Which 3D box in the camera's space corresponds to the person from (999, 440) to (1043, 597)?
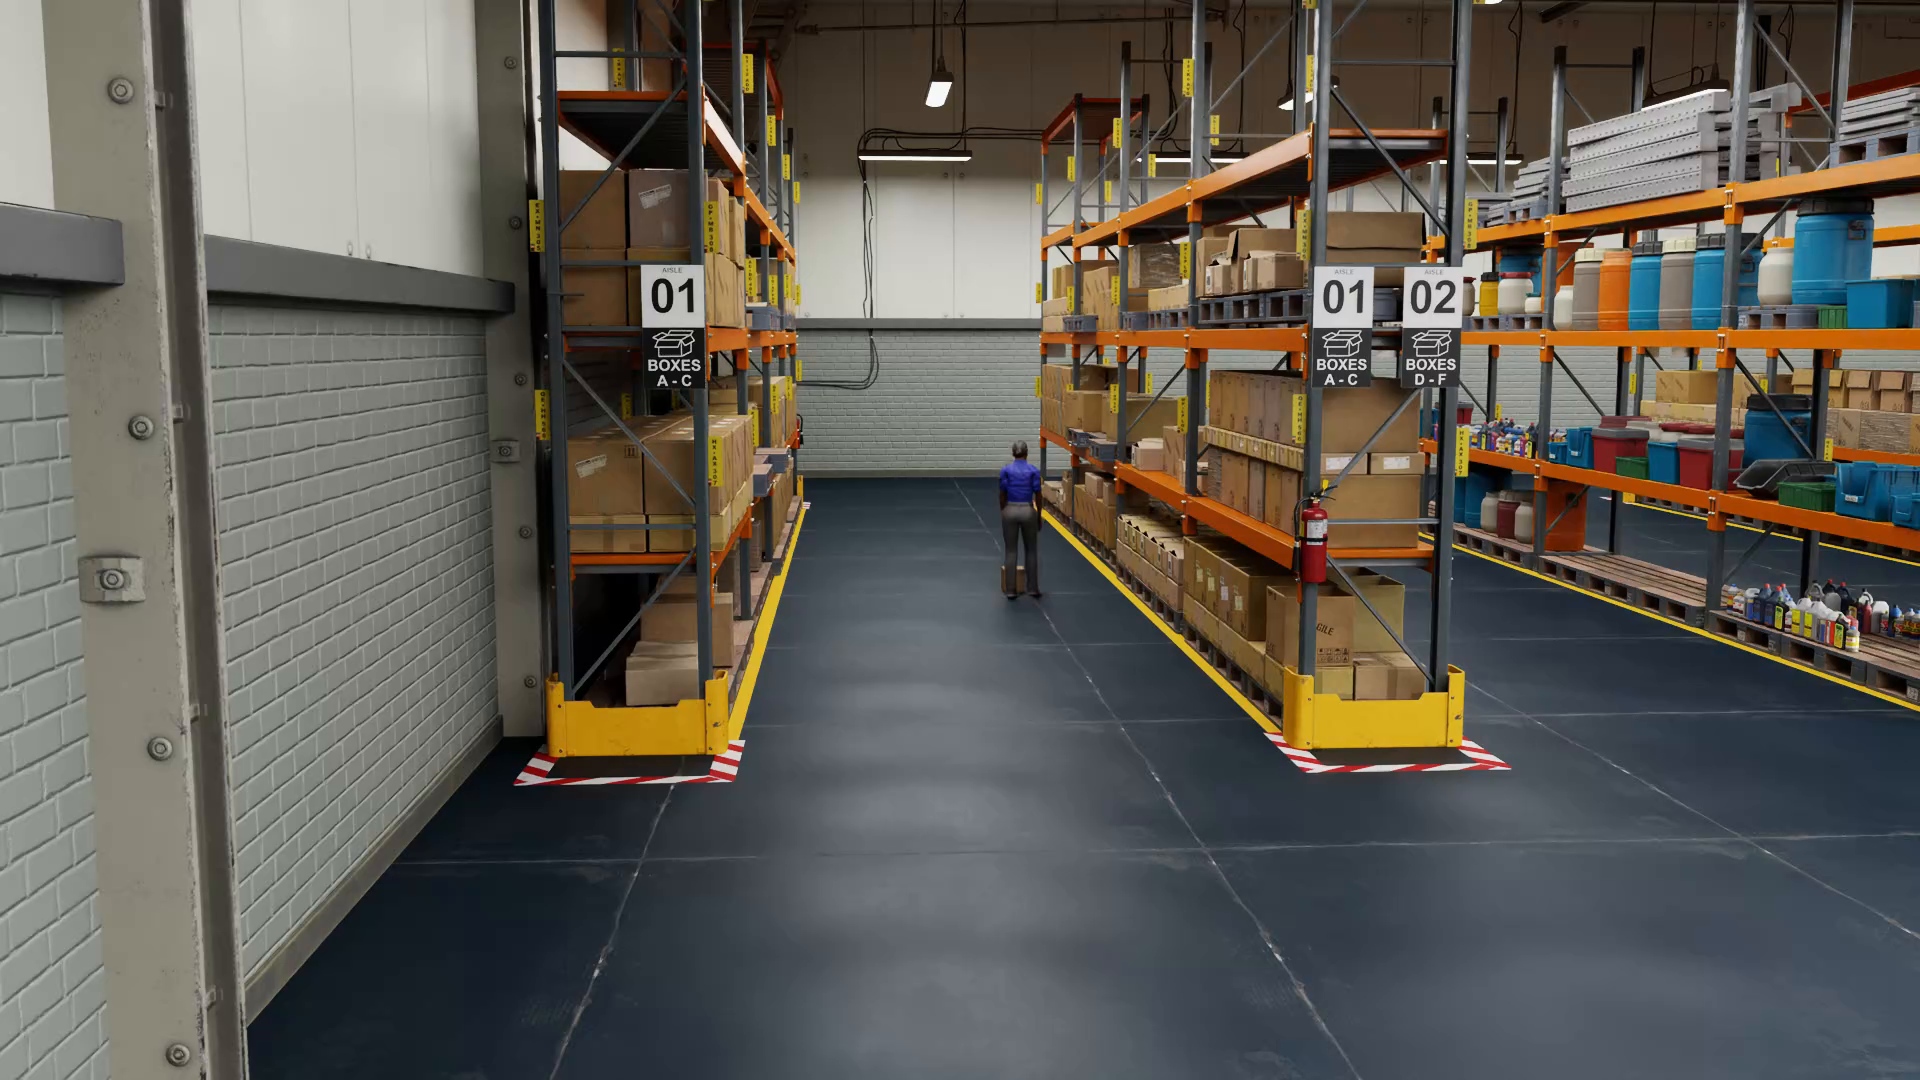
[{"bbox_3d":[0.639,-0.219,17.551,0.463,1.652,0.517,0,7,3],"label":"person"}]
